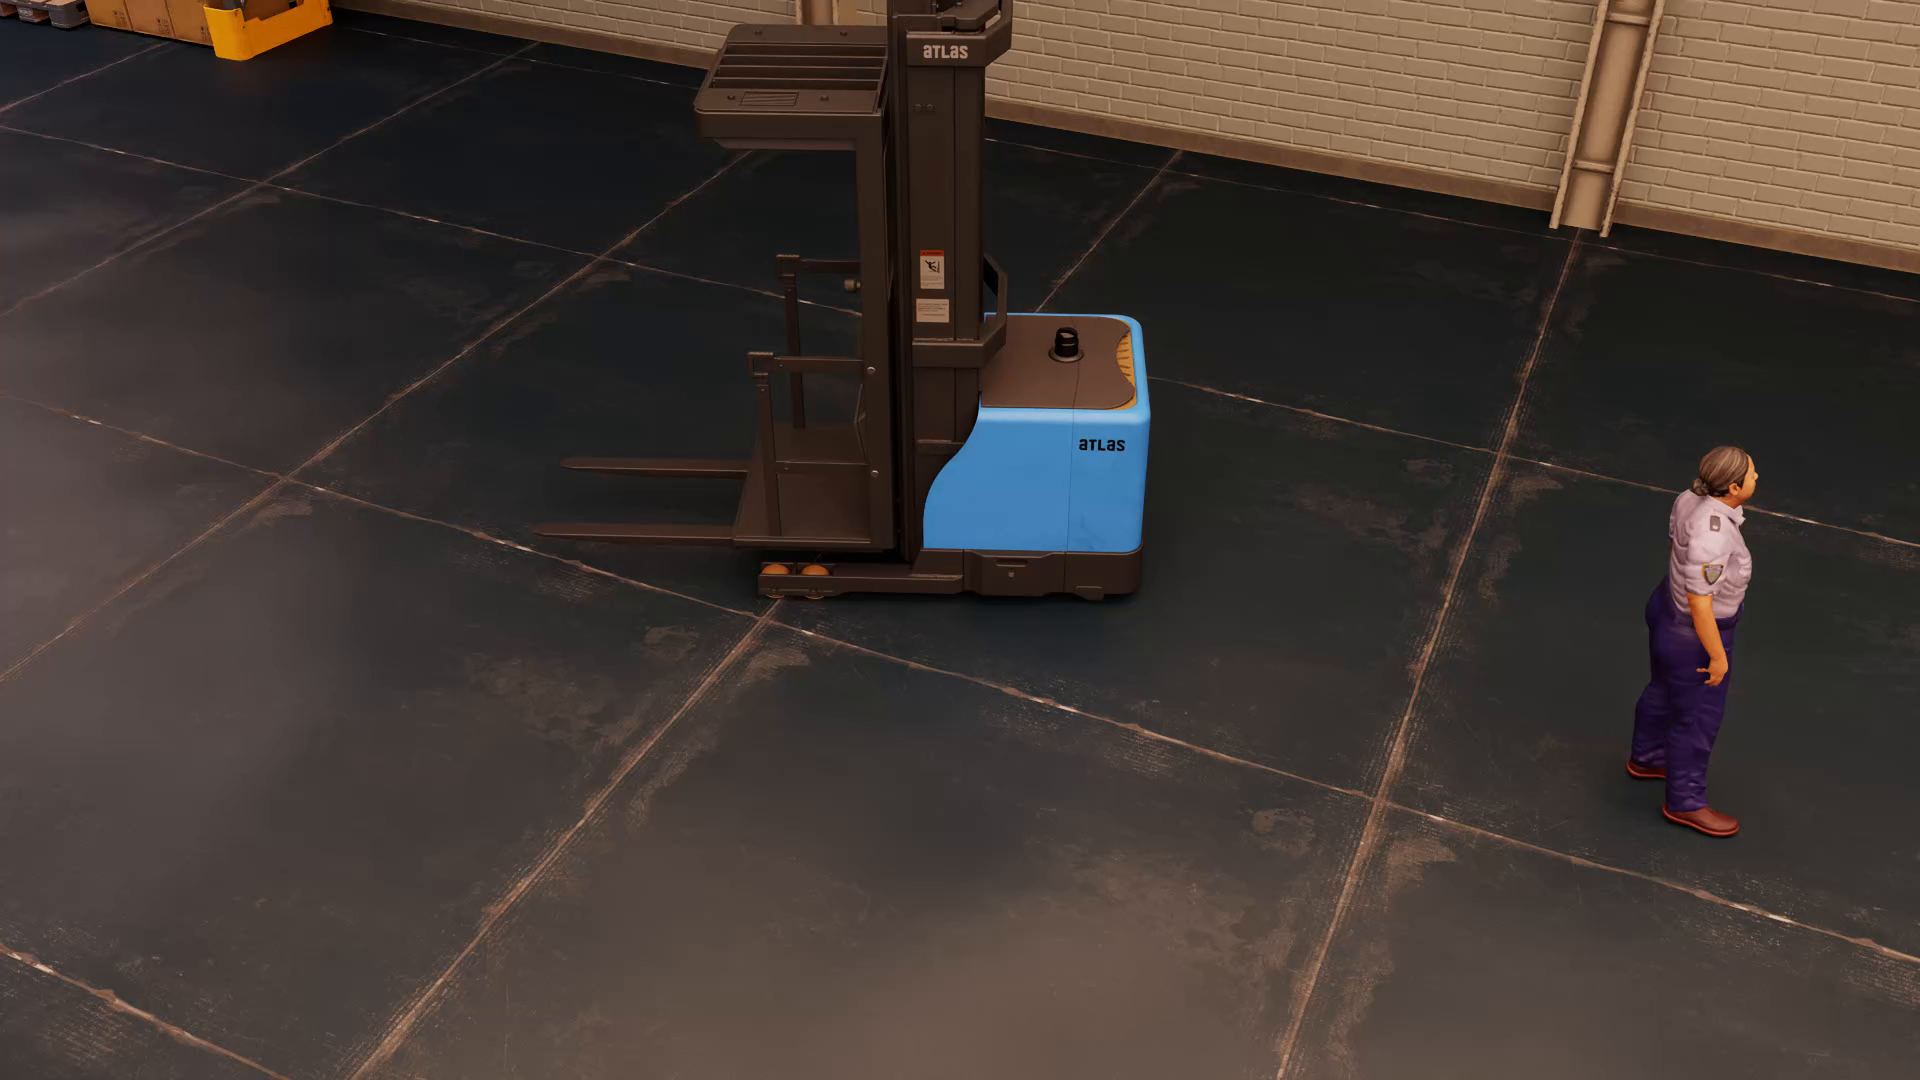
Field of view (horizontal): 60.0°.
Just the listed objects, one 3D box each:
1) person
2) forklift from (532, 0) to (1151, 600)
[{"bbox_3d":[3.024,0.373,6.657,0.502,1.651,0.598,6,36,8],"label":"person"},{"bbox_3d":[-0.608,-1.208,7.780,3.031,2.935,1.130,1,36,2],"label":"forklift"}]
